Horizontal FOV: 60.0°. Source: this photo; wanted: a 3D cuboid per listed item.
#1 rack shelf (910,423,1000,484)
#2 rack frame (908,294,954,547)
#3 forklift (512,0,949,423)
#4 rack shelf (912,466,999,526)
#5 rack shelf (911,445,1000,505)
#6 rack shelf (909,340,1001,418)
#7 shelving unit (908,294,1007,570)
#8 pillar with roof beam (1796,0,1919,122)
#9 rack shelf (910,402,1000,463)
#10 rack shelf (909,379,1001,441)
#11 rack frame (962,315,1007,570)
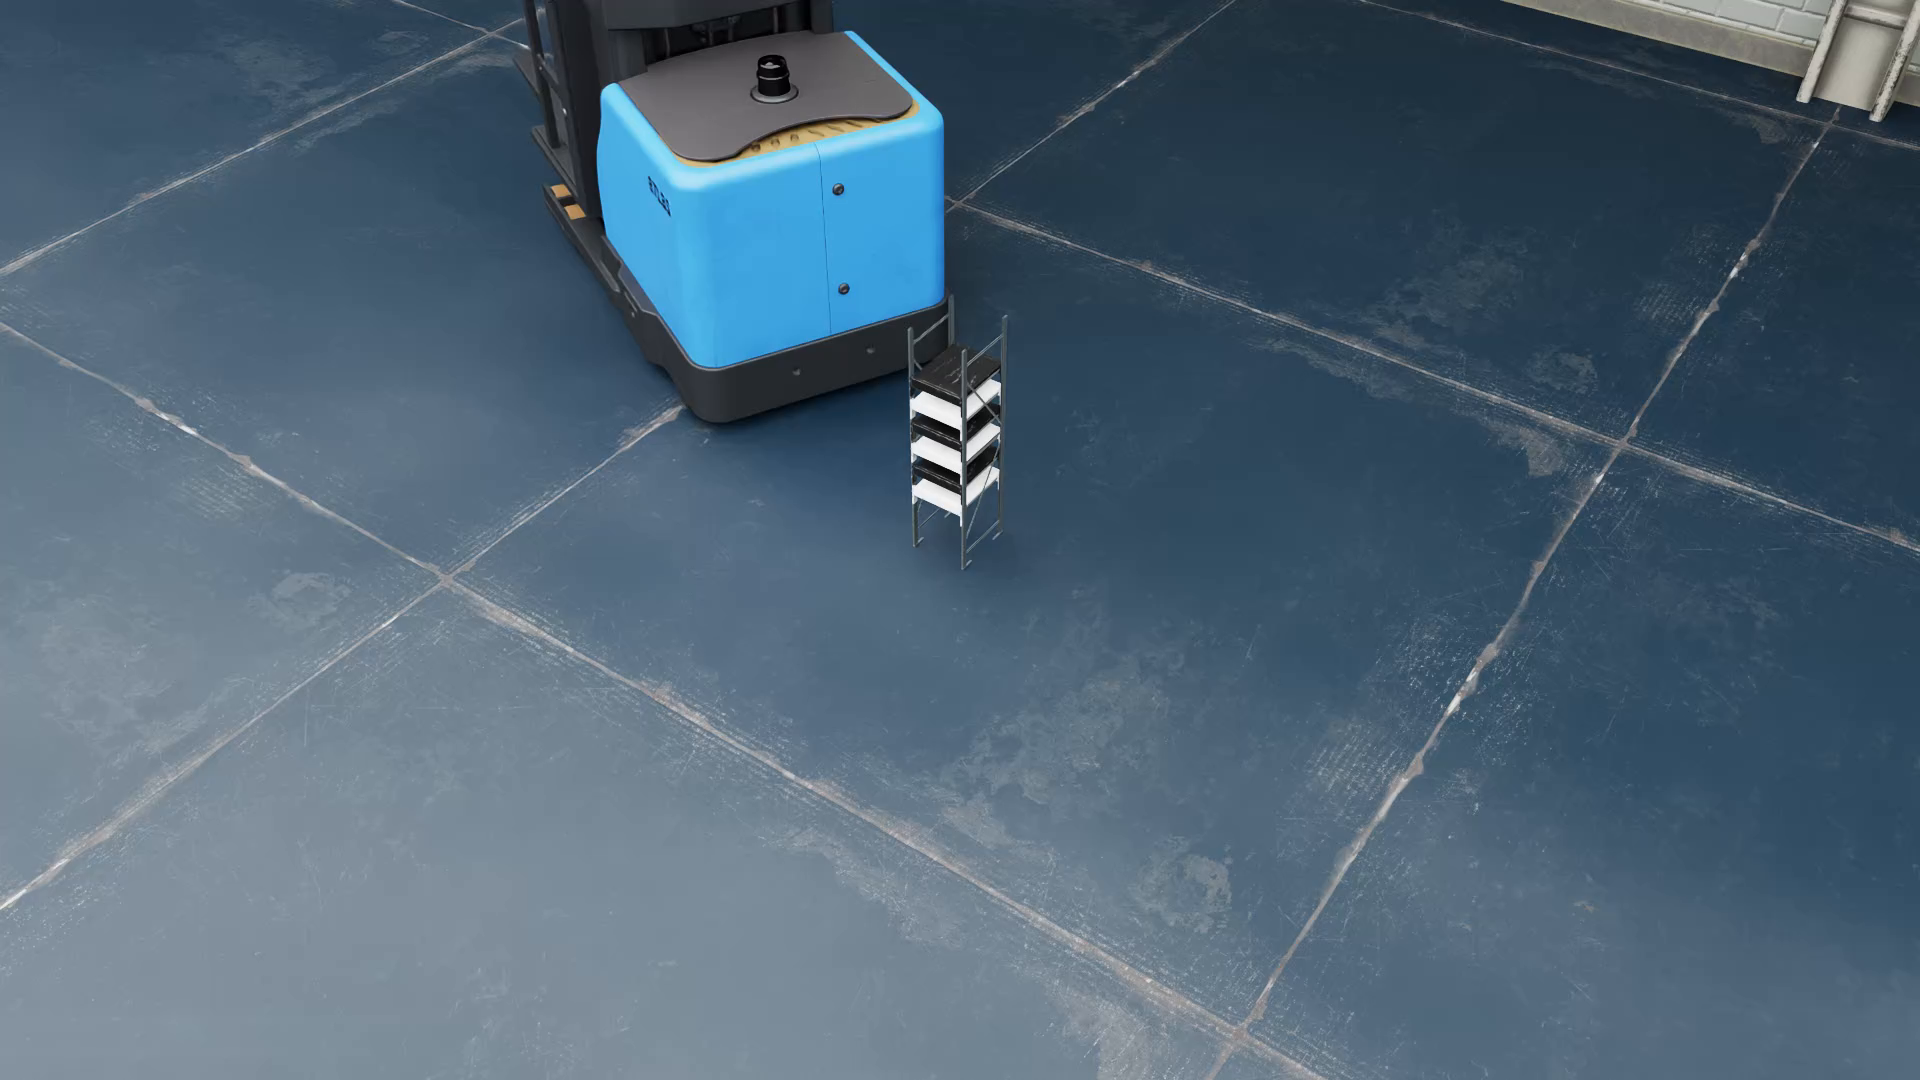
[{"bbox_3d":[-0.007,-0.314,5.476,0.200,0.077,0.258,25,48,25],"label":"rack shelf"},{"bbox_3d":[-0.090,-0.377,5.497,0.006,0.900,0.240,25,48,25],"label":"rack frame"},{"bbox_3d":[-1.169,-2.501,6.347,1.130,2.935,3.031,-19,45,-20],"label":"forklift"},{"bbox_3d":[-0.007,-0.179,5.596,0.200,0.077,0.258,25,48,25],"label":"rack shelf"},{"bbox_3d":[-0.007,-0.247,5.536,0.200,0.077,0.258,25,48,25],"label":"rack shelf"},{"bbox_3d":[-0.007,-0.515,5.296,0.200,0.077,0.258,25,48,25],"label":"rack shelf"},{"bbox_3d":[-0.007,-0.338,5.453,0.210,0.900,0.258,25,48,25],"label":"shelving unit"},{"bbox_3d":[1.881,-3.171,2.546,0.400,9.000,9.100,25,48,25],"label":"pillar with roof beam"},{"bbox_3d":[-0.007,-0.381,5.416,0.200,0.077,0.258,25,48,25],"label":"rack shelf"},{"bbox_3d":[-0.007,-0.448,5.356,0.200,0.077,0.258,25,48,25],"label":"rack shelf"},{"bbox_3d":[0.077,-0.300,5.410,0.006,0.900,0.240,25,48,25],"label":"rack frame"}]
